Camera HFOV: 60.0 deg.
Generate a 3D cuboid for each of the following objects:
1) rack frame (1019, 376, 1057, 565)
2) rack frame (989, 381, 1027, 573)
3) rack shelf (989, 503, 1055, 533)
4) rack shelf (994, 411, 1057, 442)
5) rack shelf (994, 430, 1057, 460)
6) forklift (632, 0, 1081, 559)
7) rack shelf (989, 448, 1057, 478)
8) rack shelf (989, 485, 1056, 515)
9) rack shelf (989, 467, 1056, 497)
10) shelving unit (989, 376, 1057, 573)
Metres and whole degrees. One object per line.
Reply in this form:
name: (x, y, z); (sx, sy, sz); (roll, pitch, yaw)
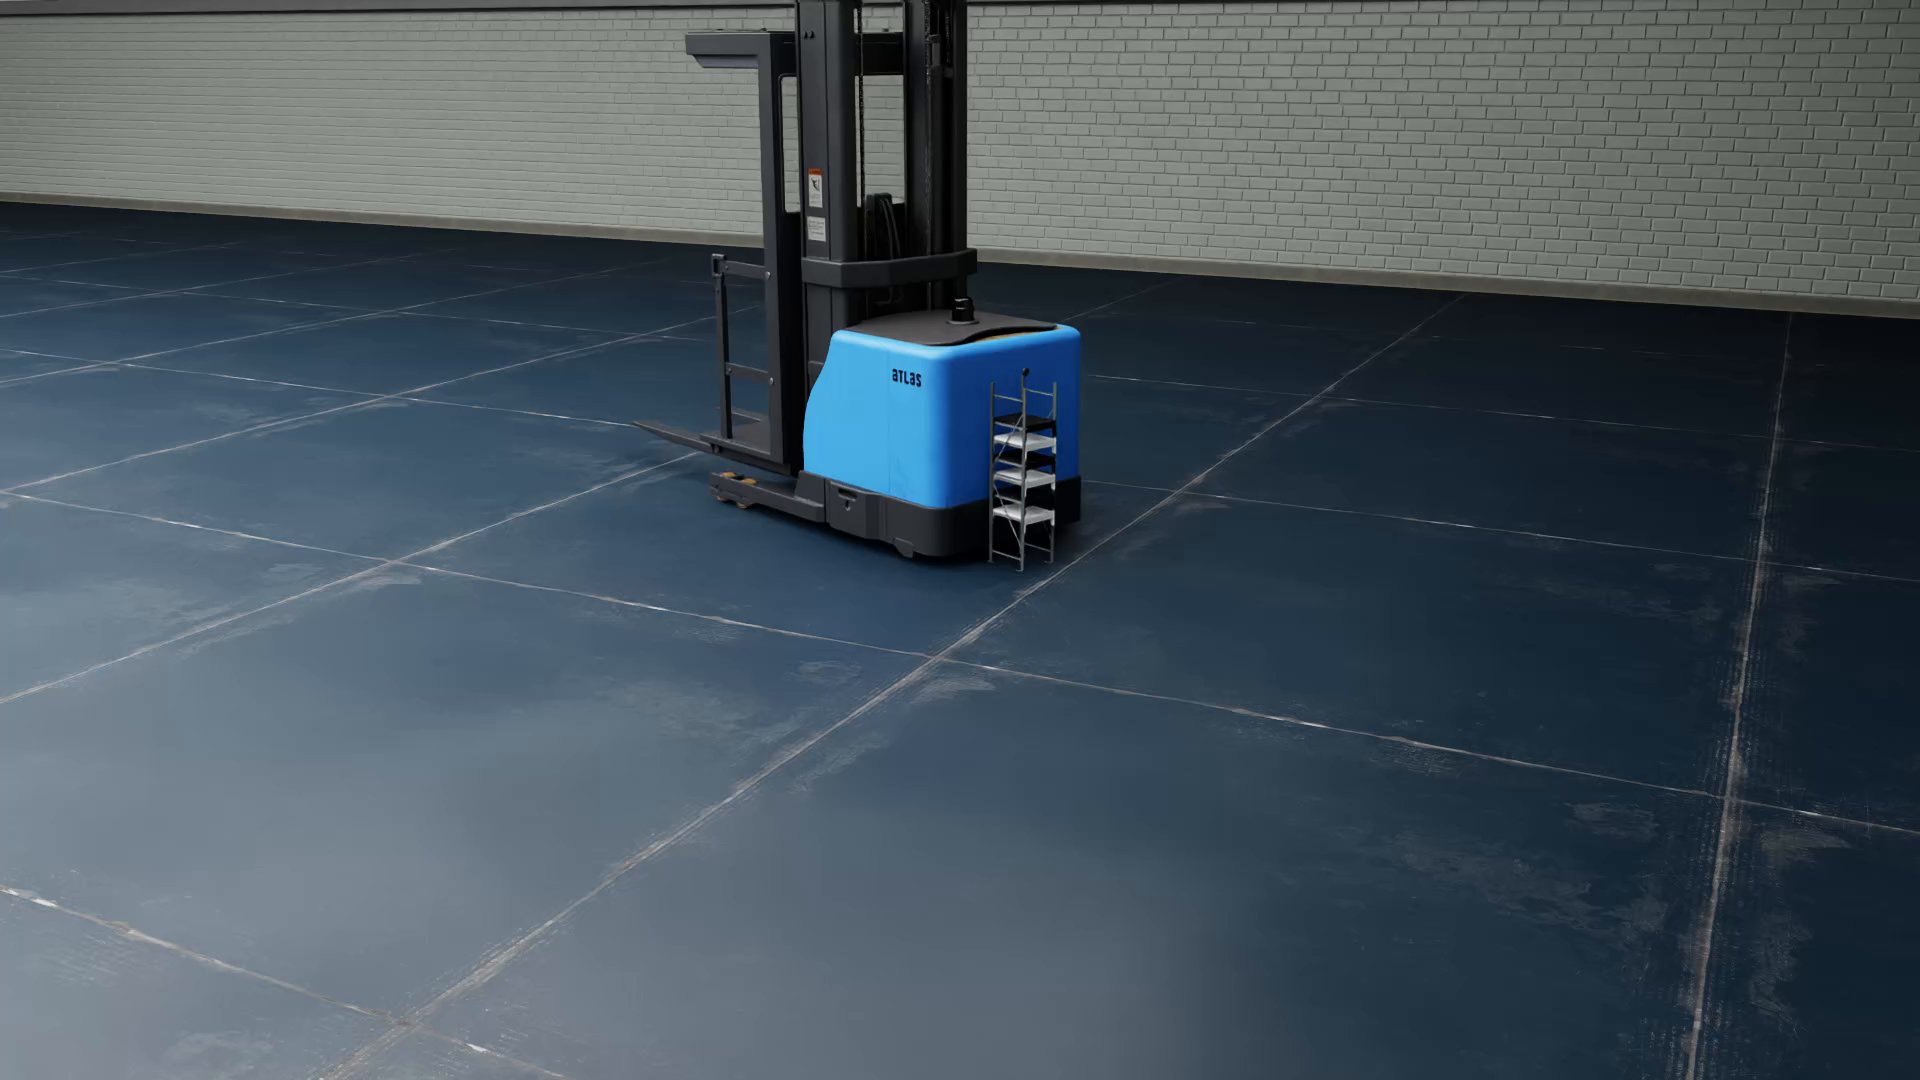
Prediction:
rack frame: (0.377, -0.337, 8.077); (0.006, 0.900, 0.240); (-15, 22, -40)
rack frame: (0.227, -0.298, 7.945); (0.006, 0.900, 0.240); (-15, 22, -40)
rack shelf: (0.302, -0.113, 8.072); (0.200, 0.077, 0.258); (-15, 22, -40)
rack shelf: (0.302, -0.544, 7.943); (0.200, 0.077, 0.258); (-15, 22, -40)
rack shelf: (0.302, -0.458, 7.969); (0.200, 0.077, 0.258); (-15, 22, -40)
forklift: (-0.740, -1.661, 8.970); (1.130, 2.935, 3.031); (-15, 22, -40)
rack shelf: (0.302, -0.372, 7.995); (0.200, 0.077, 0.258); (-15, 22, -40)
rack shelf: (0.302, -0.199, 8.046); (0.200, 0.077, 0.258); (-15, 22, -40)
rack shelf: (0.302, -0.285, 8.021); (0.200, 0.077, 0.258); (-15, 22, -40)
shelving unit: (0.302, -0.317, 8.011); (0.210, 0.900, 0.258); (-15, 22, -40)
